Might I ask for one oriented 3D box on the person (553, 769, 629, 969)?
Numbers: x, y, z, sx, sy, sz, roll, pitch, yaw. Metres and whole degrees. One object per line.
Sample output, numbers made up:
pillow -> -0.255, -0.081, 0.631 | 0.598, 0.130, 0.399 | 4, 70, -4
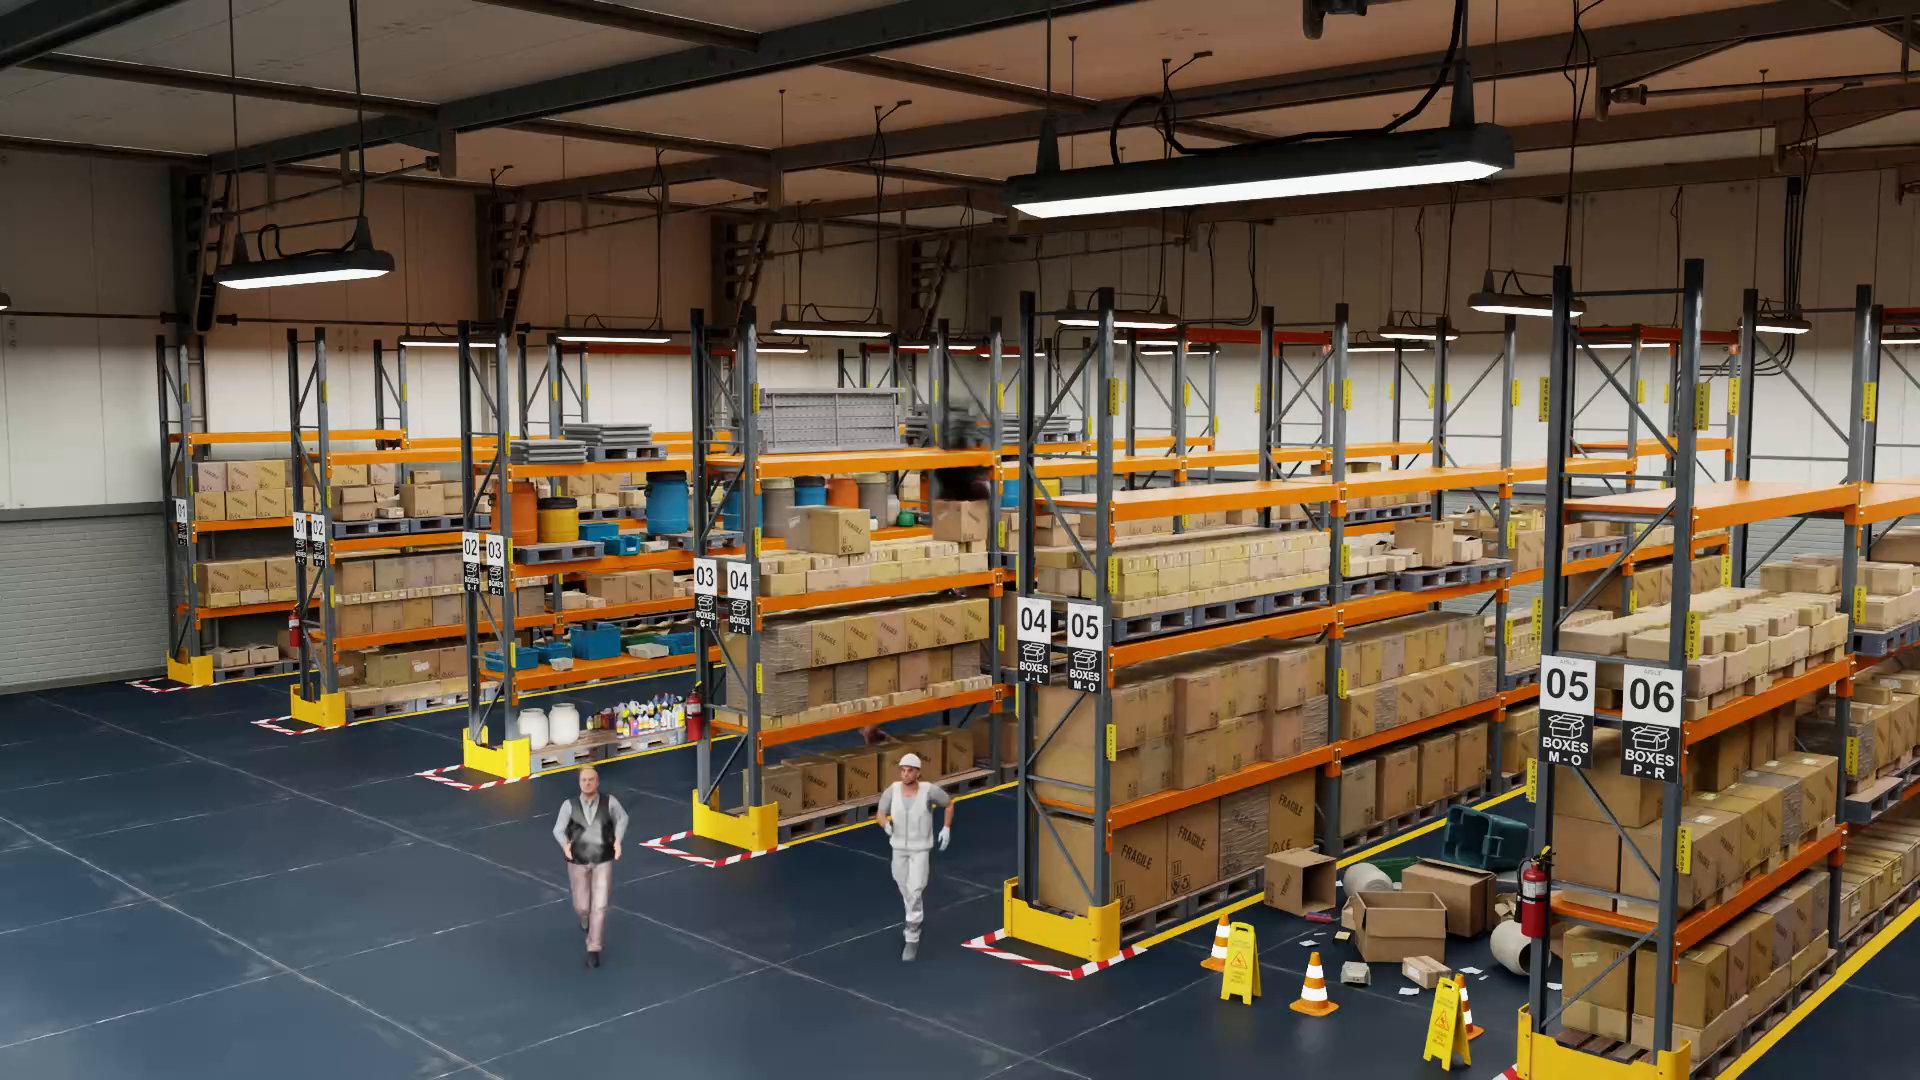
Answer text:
person -> -3.338, 2.917, 15.074 | 0.671, 1.718, 0.867 | -1, 5, -10

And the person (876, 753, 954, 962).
person -> -0.428, 2.850, 15.208 | 0.681, 1.847, 0.801 | 2, 6, 18

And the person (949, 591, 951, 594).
person -> -0.334, 1.345, 32.482 | 0.529, 1.503, 0.868 | 4, 7, 36

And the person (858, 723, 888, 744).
person -> -1.115, 2.249, 22.512 | 0.578, 1.643, 0.610 | 5, 7, 43

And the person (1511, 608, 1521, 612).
person -> 9.080, 1.881, 26.588 | 1.031, 1.656, 0.687 | -4, 7, -39
